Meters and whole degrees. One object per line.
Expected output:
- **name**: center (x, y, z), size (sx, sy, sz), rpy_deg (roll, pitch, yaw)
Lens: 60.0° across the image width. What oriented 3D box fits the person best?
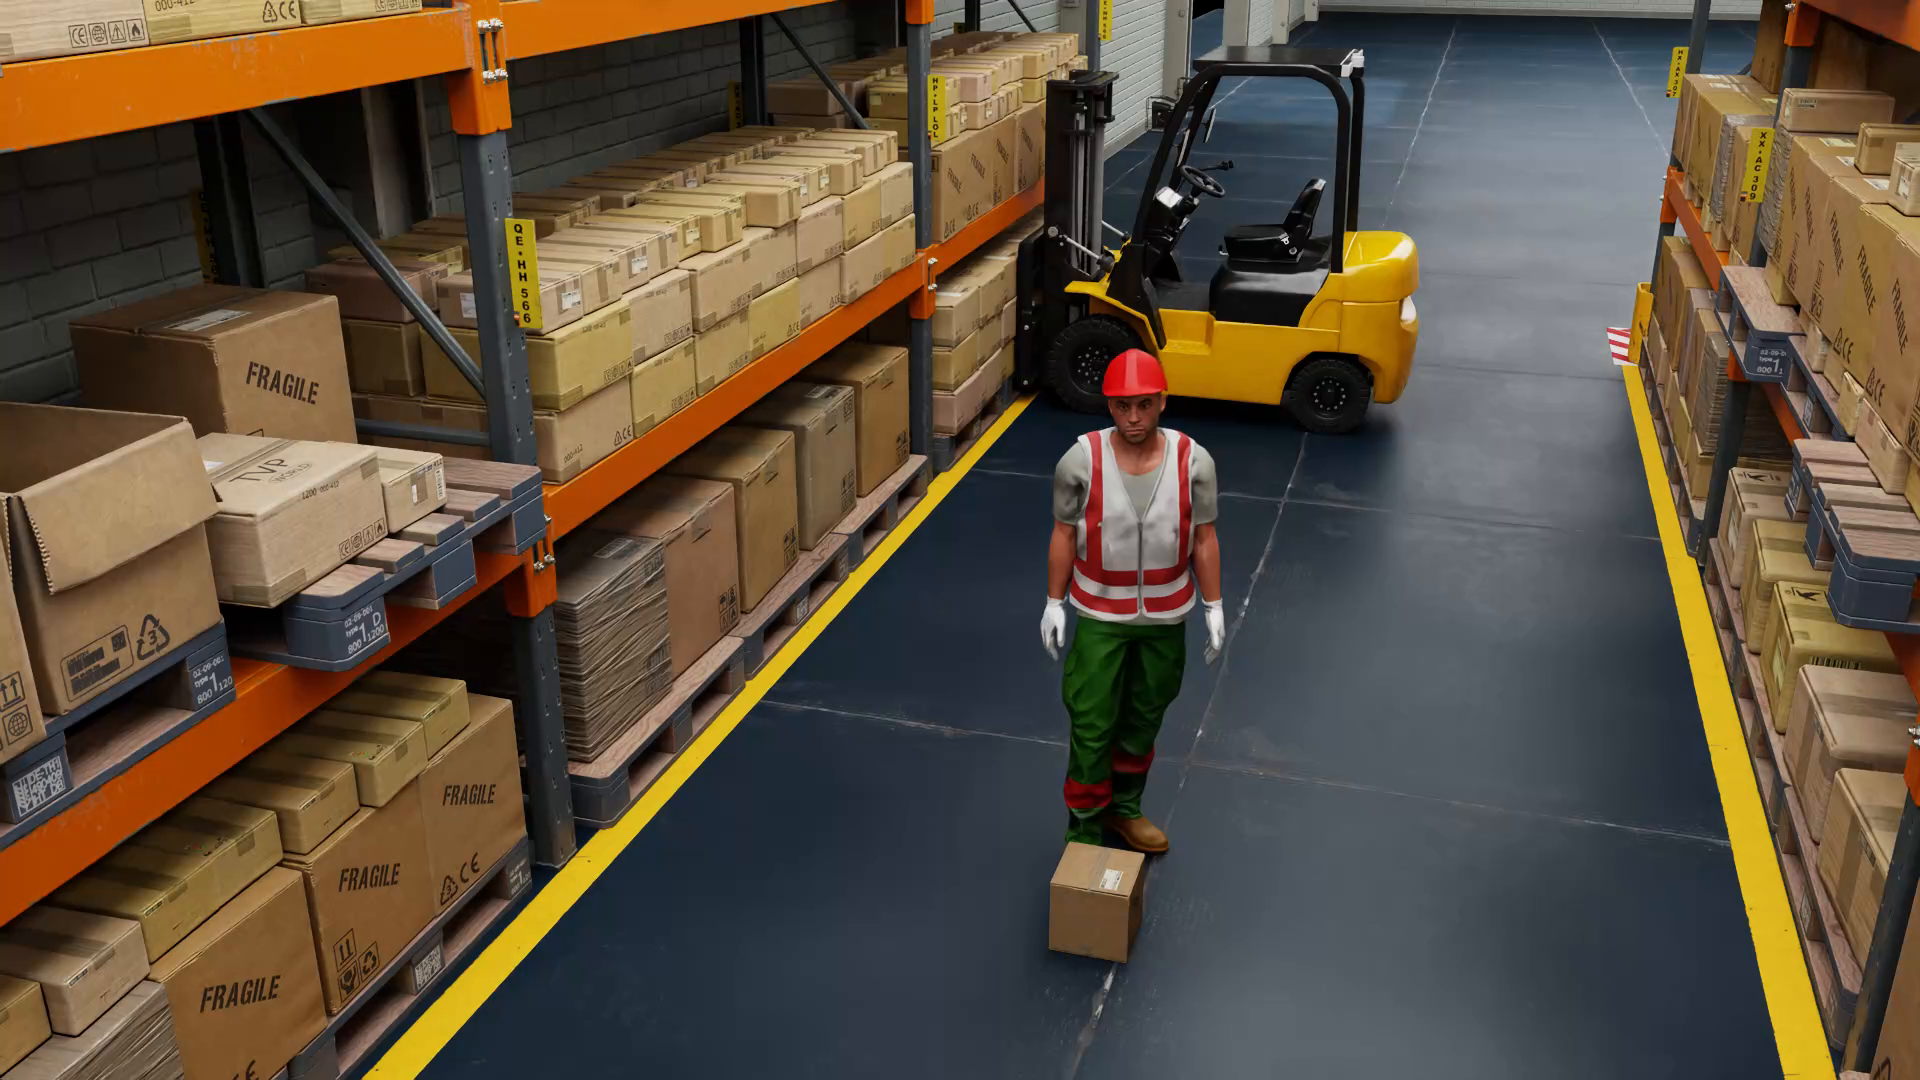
- **person**: center (0.581, 0.275, 5.334), size (0.590, 1.779, 0.608), rpy_deg (-3, 22, -6)
